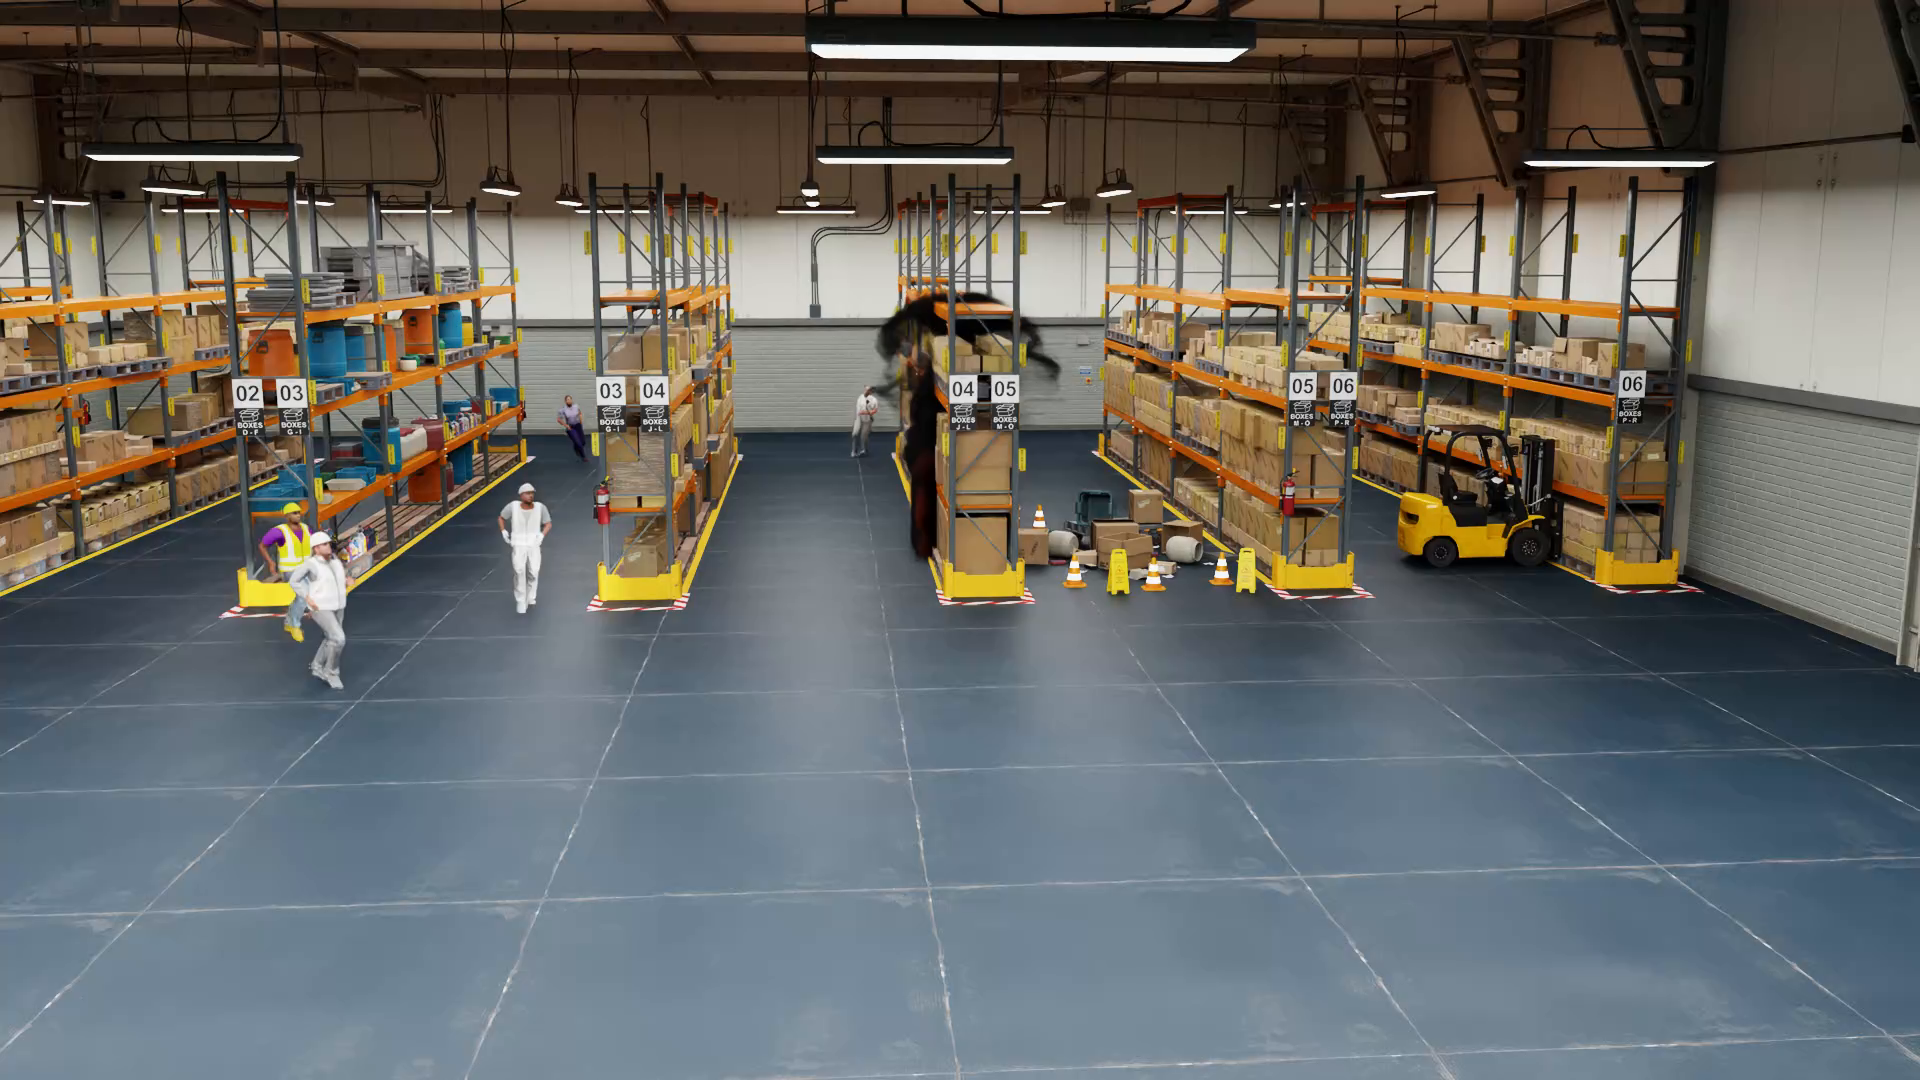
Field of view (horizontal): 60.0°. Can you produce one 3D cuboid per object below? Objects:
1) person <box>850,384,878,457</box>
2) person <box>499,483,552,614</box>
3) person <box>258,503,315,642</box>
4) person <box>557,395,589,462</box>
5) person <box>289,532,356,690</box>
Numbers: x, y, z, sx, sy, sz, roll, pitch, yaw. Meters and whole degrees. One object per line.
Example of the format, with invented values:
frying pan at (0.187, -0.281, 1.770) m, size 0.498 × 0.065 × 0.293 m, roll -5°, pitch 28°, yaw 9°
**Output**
person at (-2.287, -2.856, 39.968) m, size 0.669 × 1.808 × 0.672 m, roll 3°, pitch 11°, yaw 19°
person at (-6.012, 0.103, 23.081) m, size 0.688 × 1.800 × 0.676 m, roll -4°, pitch 11°, yaw -21°
person at (-8.502, 0.407, 21.334) m, size 0.711 × 1.783 × 0.670 m, roll 5°, pitch 11°, yaw 27°
person at (-9.141, -2.623, 39.123) m, size 0.671 × 1.576 × 0.687 m, roll -8°, pitch 13°, yaw -38°
person at (-7.239, 0.810, 19.076) m, size 0.706 × 1.820 × 0.638 m, roll 4°, pitch 11°, yaw 20°
